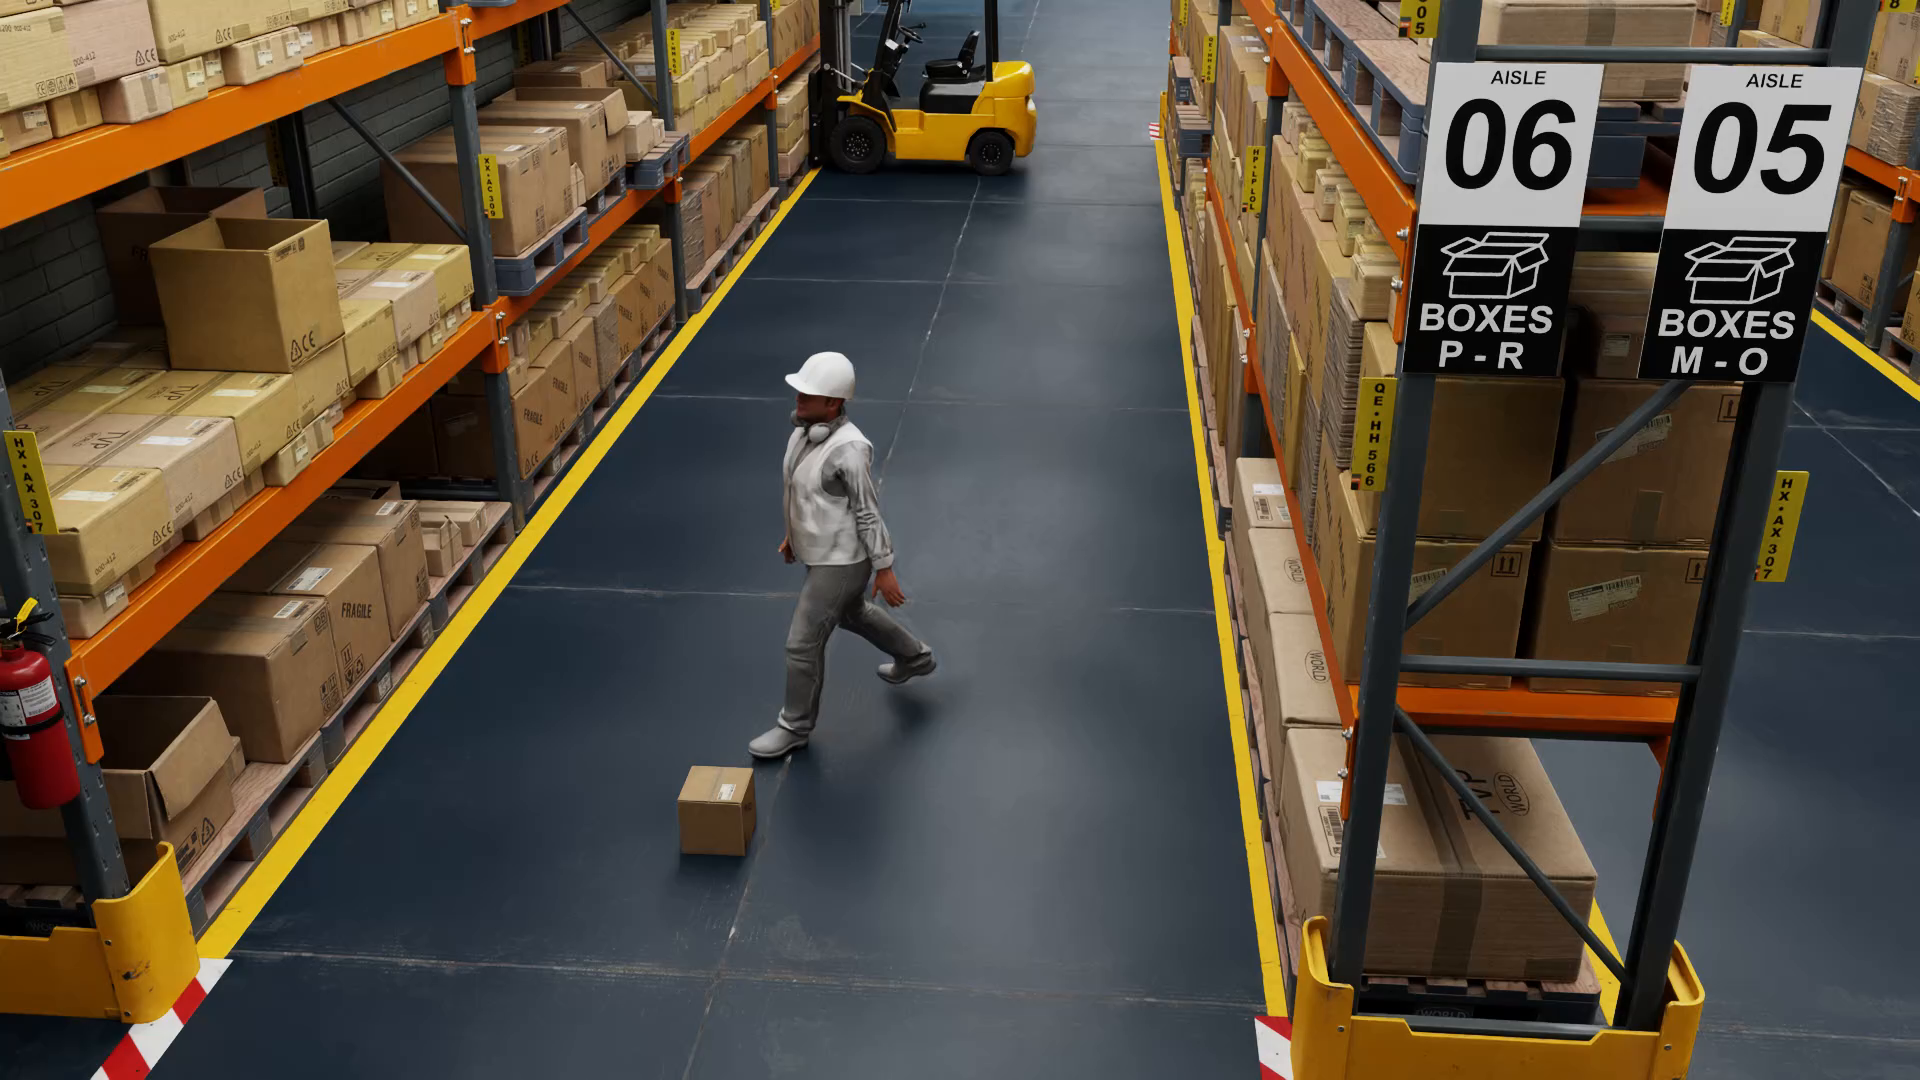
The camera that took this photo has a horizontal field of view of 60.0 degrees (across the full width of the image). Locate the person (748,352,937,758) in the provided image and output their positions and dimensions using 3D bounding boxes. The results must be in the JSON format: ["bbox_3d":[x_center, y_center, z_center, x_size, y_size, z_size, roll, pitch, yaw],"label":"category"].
[{"bbox_3d":[-0.506,0.027,7.025,0.976,1.738,0.640,-11,27,-23],"label":"person"}]
